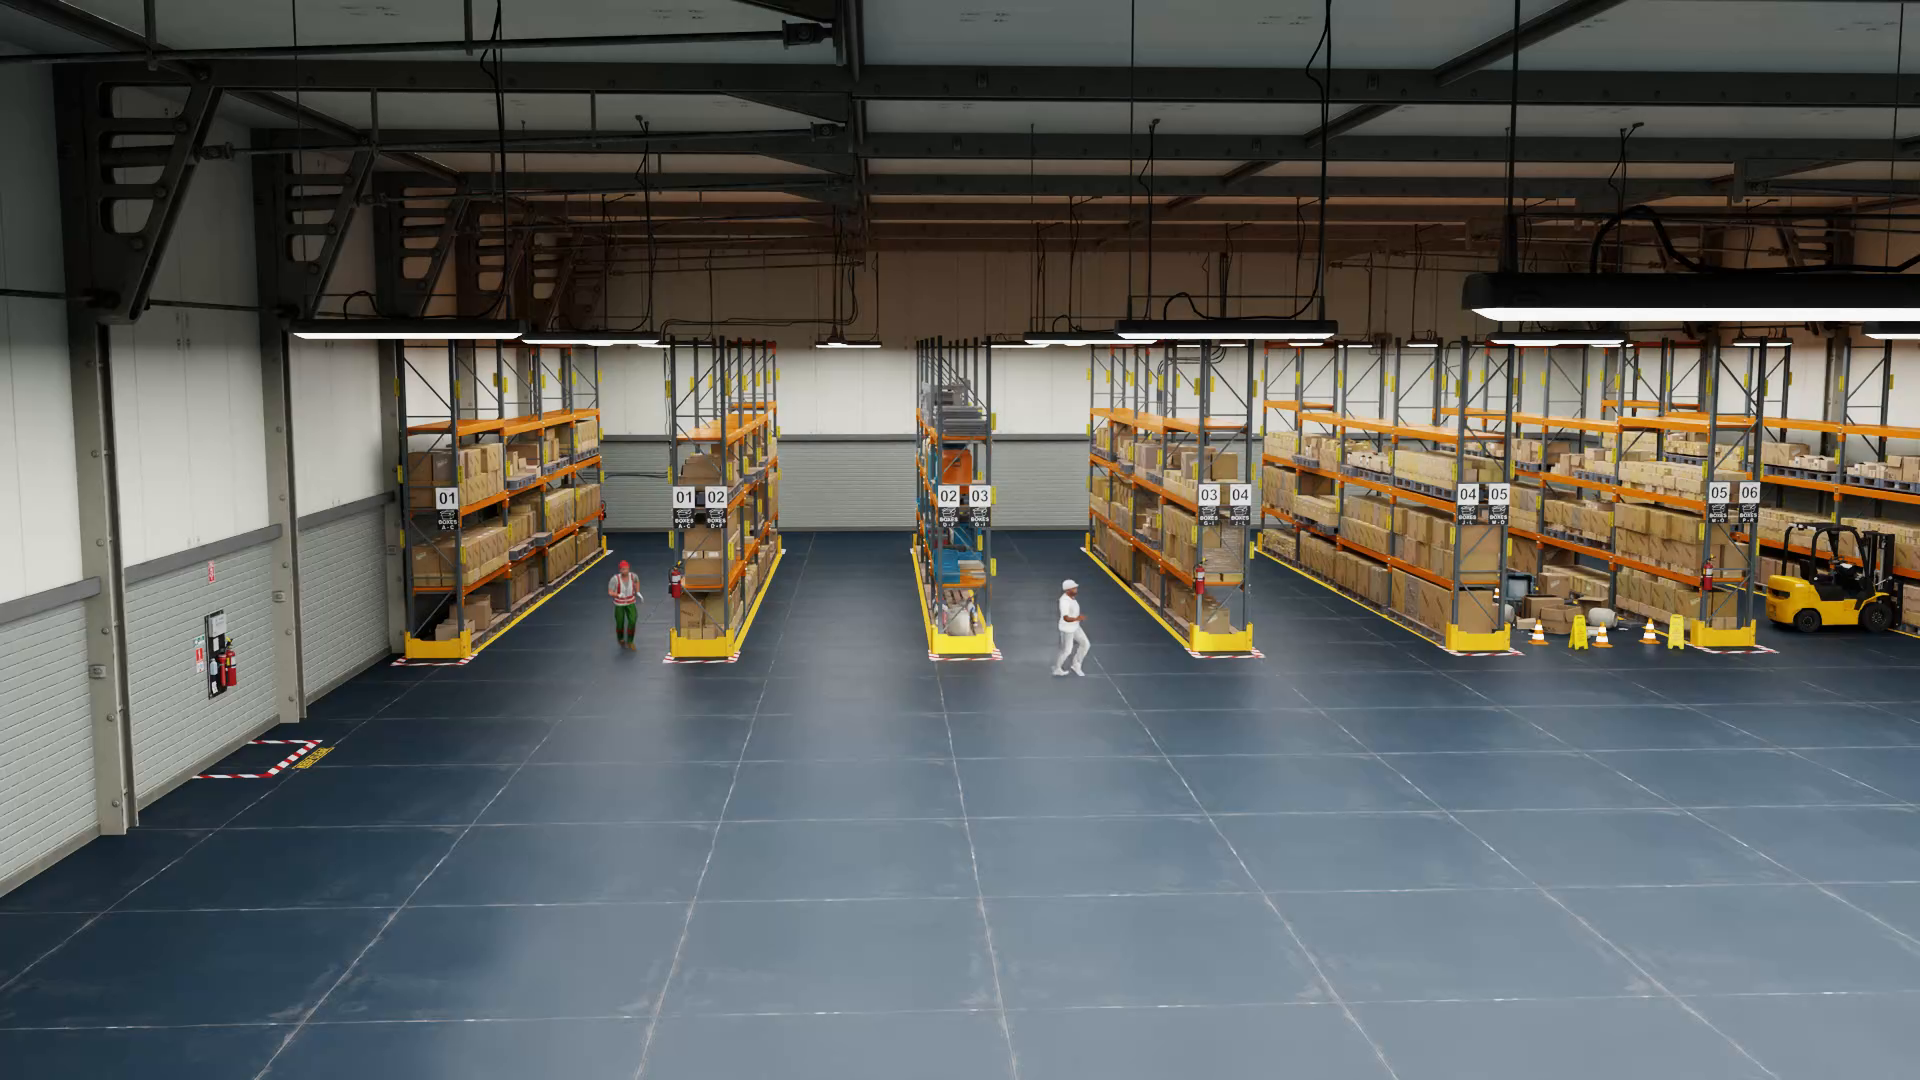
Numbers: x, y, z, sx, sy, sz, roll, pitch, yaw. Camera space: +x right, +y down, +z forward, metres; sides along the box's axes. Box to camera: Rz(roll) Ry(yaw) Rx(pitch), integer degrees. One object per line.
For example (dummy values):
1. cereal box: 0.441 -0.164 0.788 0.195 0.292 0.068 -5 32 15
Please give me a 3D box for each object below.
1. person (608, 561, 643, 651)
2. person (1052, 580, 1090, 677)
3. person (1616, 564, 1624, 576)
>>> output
1. person: -6.420 1.246 31.955 0.691 1.747 0.948 -2 7 -18
2. person: 1.891 1.565 29.096 0.664 1.762 0.659 3 7 26
3. person: 16.749 0.084 41.552 0.671 1.777 0.997 -2 7 -15
